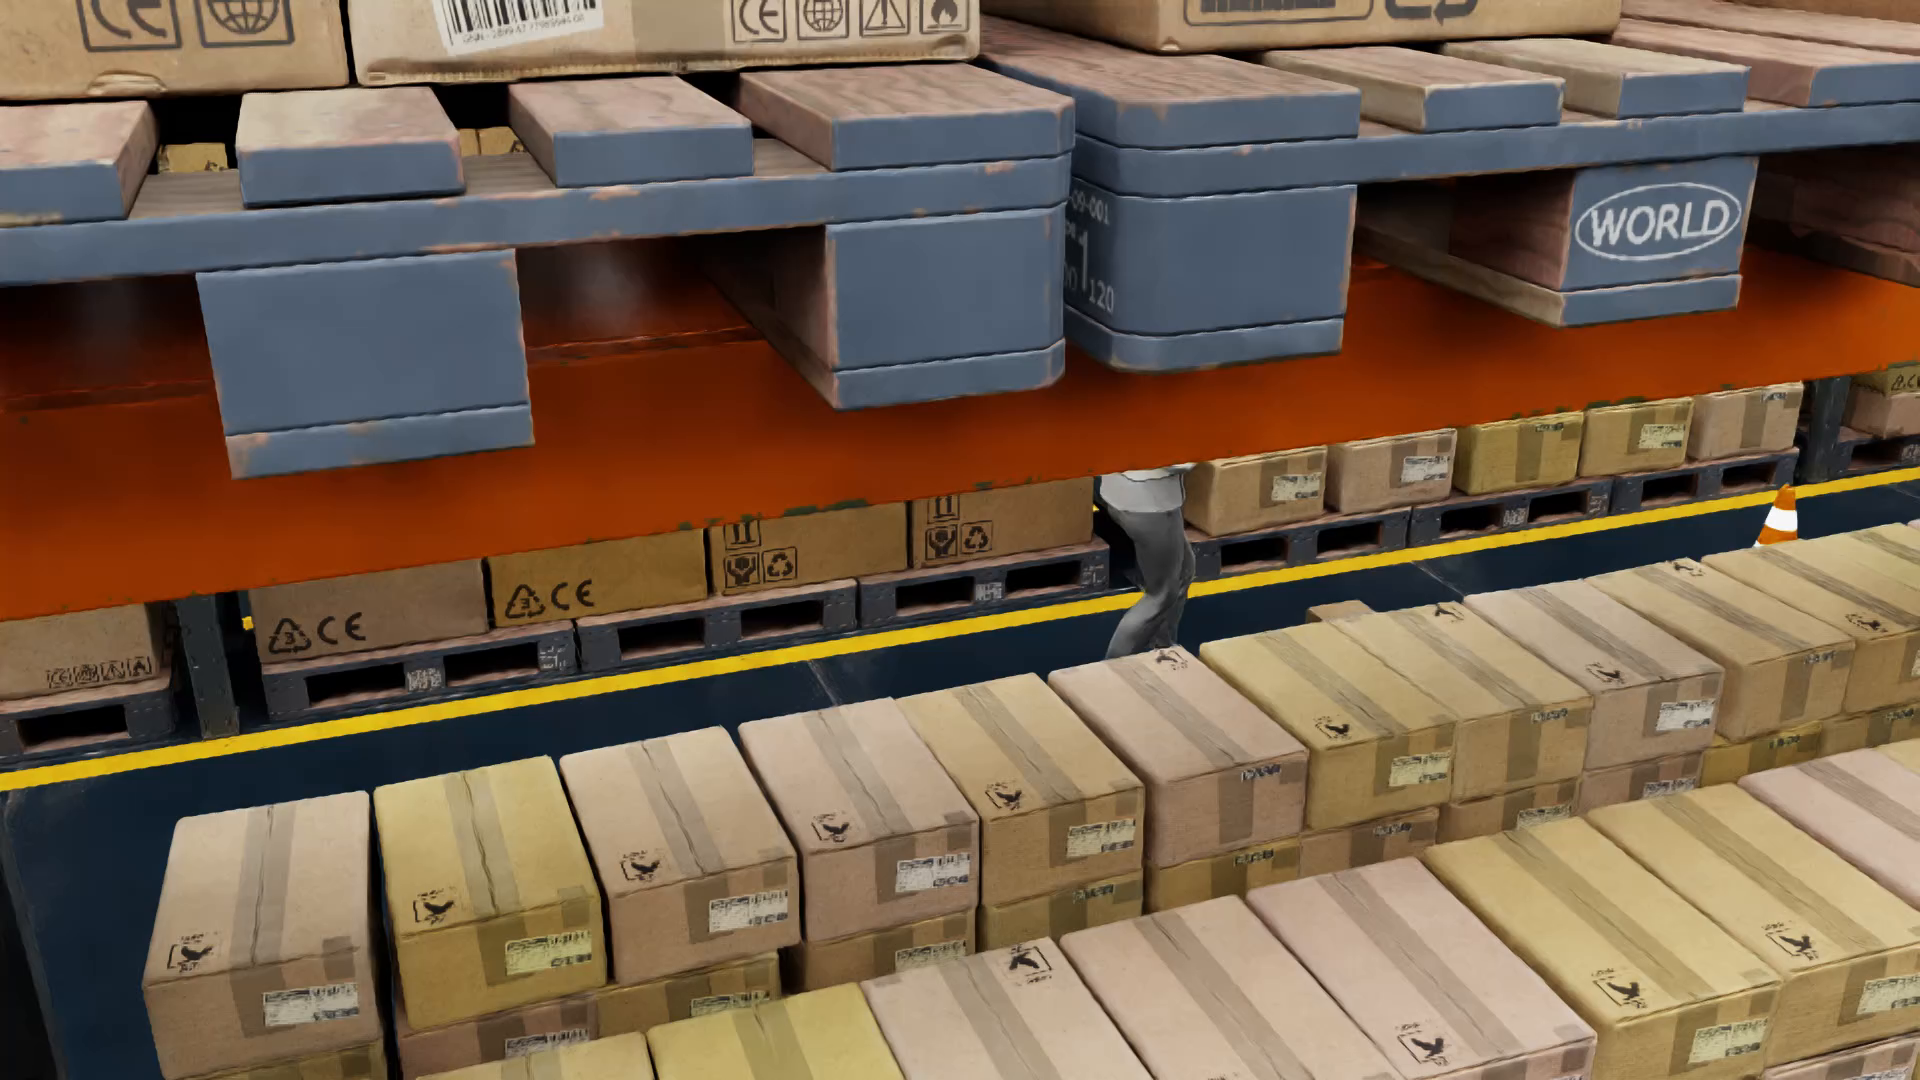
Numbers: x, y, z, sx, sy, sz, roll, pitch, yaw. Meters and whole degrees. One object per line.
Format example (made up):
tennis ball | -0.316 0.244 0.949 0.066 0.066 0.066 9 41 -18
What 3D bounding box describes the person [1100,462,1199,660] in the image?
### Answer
person | 0.755 -0.134 6.450 0.560 1.718 0.589 -7 24 -17
